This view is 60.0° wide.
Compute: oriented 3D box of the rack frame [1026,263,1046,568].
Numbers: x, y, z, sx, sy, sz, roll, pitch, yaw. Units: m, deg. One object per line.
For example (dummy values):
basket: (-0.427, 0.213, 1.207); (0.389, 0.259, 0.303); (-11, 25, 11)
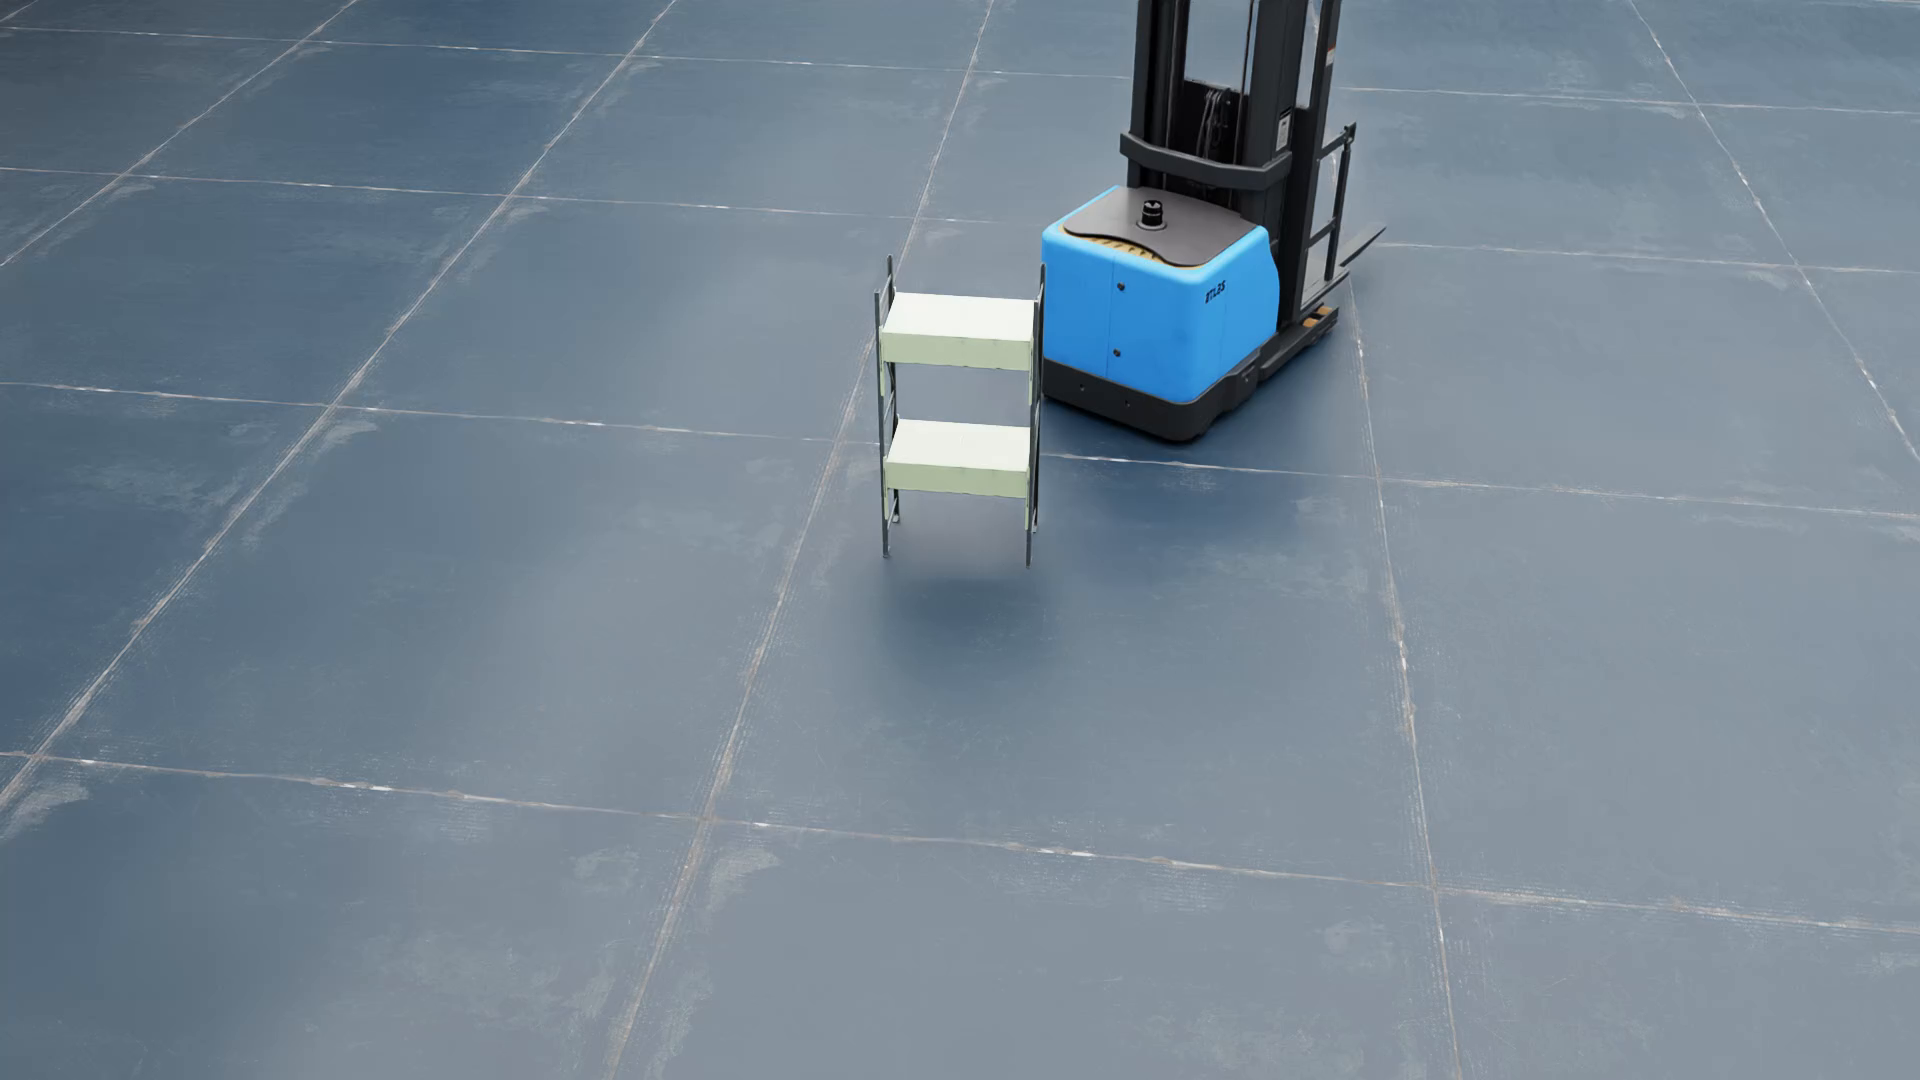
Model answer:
rack frame: (0.370, -0.583, 8.133); (0.023, 1.500, 0.400); (4, 36, 6)

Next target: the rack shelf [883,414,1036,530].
rack shelf: (0.007, -0.345, 8.360); (0.720, 0.370, 0.431); (4, 36, 6)

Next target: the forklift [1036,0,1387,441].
forklift: (1.713, -2.550, 9.657); (1.130, 2.935, 3.031); (23, 42, 29)

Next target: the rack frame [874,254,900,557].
rack frame: (-0.356, -0.637, 8.209); (0.023, 1.500, 0.400); (4, 36, 6)

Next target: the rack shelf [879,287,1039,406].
rack shelf: (0.007, -0.928, 7.944); (0.720, 0.370, 0.431); (4, 36, 6)

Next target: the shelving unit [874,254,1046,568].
shelving unit: (0.007, -0.610, 8.171); (0.755, 1.500, 0.431); (4, 36, 6)
